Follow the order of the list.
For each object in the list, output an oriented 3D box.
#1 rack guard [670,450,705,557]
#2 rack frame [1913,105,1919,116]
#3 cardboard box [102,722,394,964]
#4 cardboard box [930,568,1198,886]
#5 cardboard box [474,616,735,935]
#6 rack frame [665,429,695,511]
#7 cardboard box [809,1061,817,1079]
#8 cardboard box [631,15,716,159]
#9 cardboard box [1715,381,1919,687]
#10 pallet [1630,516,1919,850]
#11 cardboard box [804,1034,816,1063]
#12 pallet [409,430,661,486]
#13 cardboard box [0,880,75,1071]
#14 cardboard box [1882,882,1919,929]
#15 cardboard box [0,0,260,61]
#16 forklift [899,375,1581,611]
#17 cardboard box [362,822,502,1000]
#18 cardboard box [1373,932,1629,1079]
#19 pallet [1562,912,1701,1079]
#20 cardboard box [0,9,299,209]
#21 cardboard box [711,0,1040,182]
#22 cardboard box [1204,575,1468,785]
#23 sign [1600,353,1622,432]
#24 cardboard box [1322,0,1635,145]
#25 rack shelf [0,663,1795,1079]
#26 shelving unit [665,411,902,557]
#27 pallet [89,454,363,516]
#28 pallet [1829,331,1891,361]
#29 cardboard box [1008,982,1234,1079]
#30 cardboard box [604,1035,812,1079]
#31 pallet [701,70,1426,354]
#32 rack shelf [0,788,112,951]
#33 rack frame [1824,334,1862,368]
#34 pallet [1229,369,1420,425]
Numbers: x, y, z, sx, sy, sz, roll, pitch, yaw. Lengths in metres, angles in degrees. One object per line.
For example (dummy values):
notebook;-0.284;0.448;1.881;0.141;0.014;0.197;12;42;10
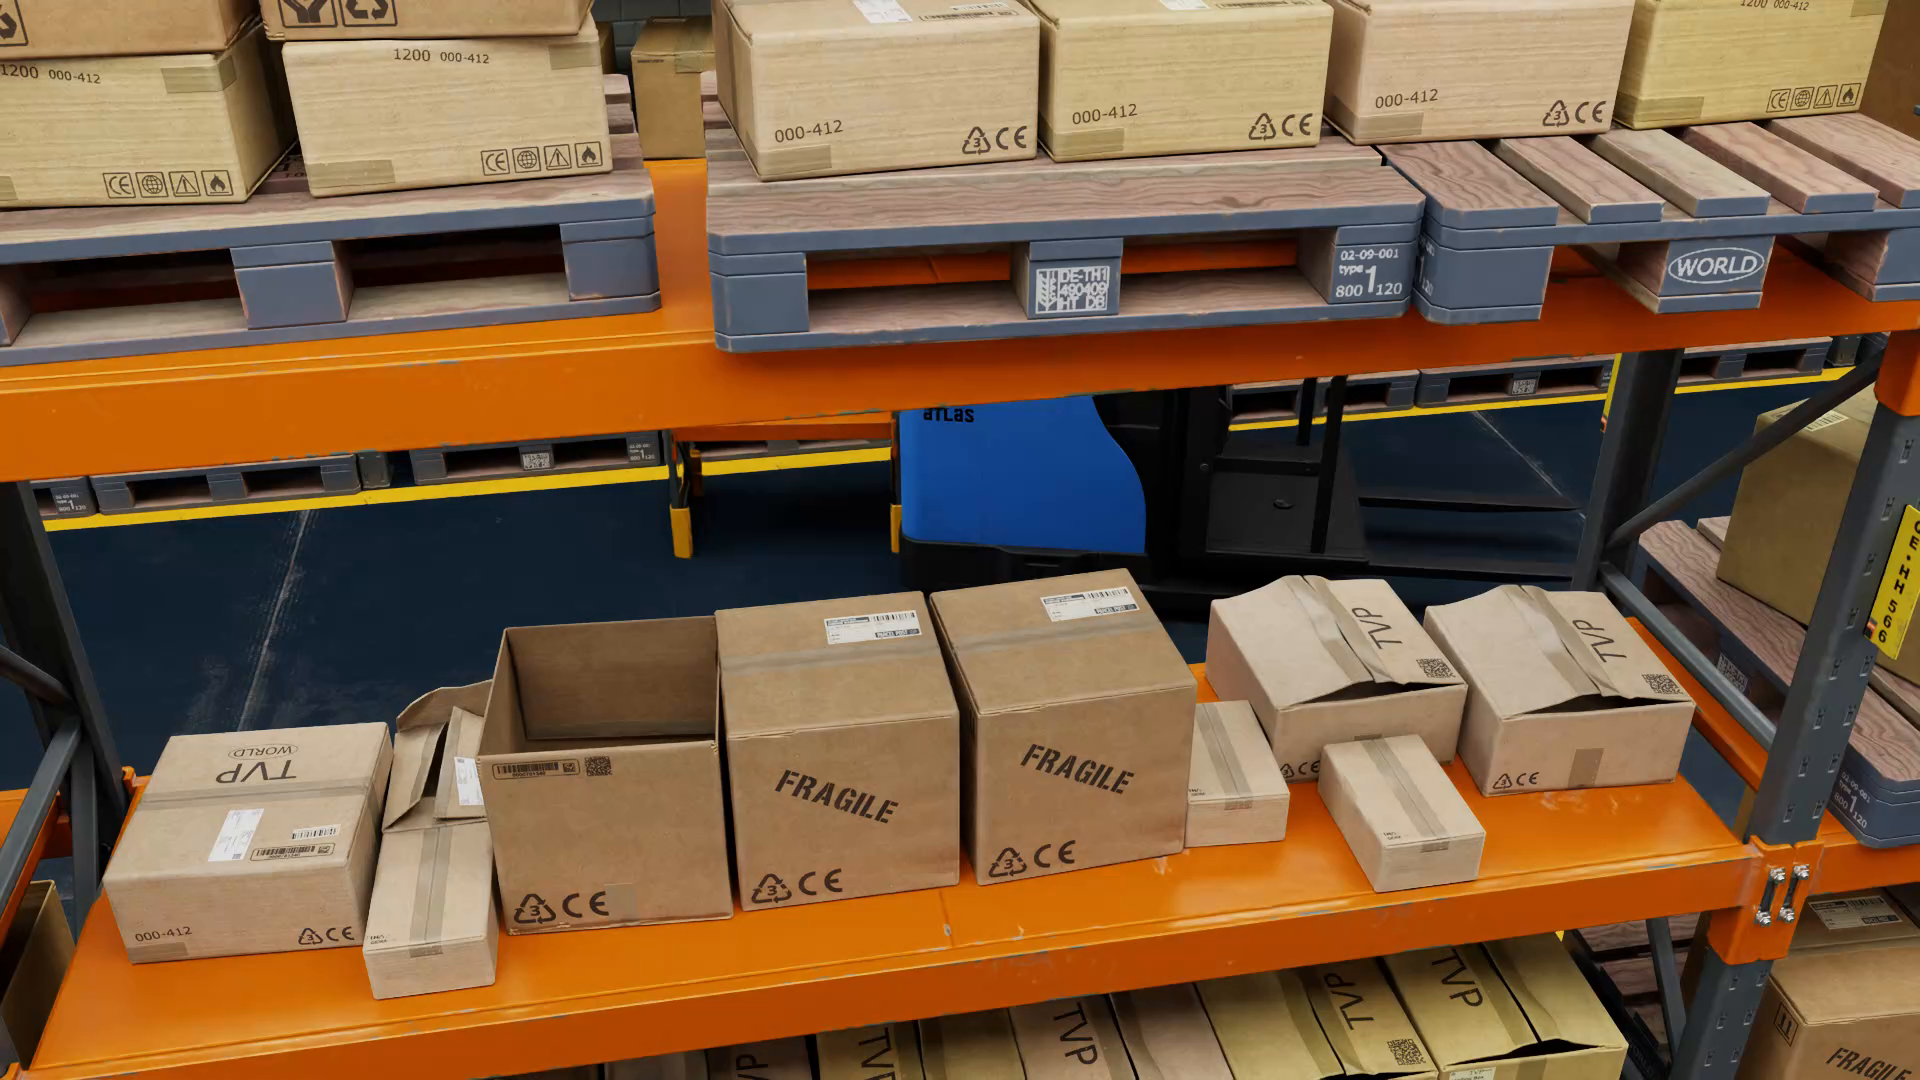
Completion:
rack guard;-1.277;-0.177;7.805;0.087;0.250;0.587;-1;30;-2
rack frame;1.875;-2.272;2.736;0.127;3.000;1.000;-5;31;-9
cardboard box;-1.584;0.677;3.787;0.500;0.250;0.500;-3;31;-6
cardboard box;0.227;0.432;3.957;0.500;0.500;0.500;-7;31;-12
cardboard box;-0.783;0.526;3.797;0.500;0.500;0.500;-3;31;-5
rack frame;-1.297;-0.716;7.488;0.032;1.500;0.500;-1;30;-2
cardboard box;-0.203;1.363;4.771;0.500;0.250;0.500;-5;31;-8
cardboard box;-1.256;-2.175;7.958;0.500;0.500;0.700;-1;30;-2
cardboard box;2.474;-0.024;4.318;0.500;0.500;0.700;-16;34;-25
pallet;2.529;0.300;4.470;1.003;0.211;1.213;-5;31;-9
cardboard box;-0.216;1.123;4.626;0.500;0.311;0.500;-6;31;-10
pallet;-2.190;-0.660;8.664;1.213;0.211;1.003;-5;31;-9
cardboard box;-2.573;1.247;4.229;0.500;0.500;0.500;-5;31;-9
cardboard box;2.888;1.252;4.693;0.500;0.500;0.500;-6;31;-11
cardboard box;-1.446;-1.090;2.679;0.500;0.500;0.500;-5;31;-8
forklift;1.288;-1.168;6.844;3.031;2.935;1.130;3;31;6
cardboard box;-1.152;0.809;3.663;0.250;0.149;0.380;-5;31;-9
cardboard box;1.404;1.247;4.415;0.500;0.311;0.500;-5;31;-8
pallet;2.616;1.467;5.047;1.213;0.211;1.003;-5;31;-9
cardboard box;-1.452;-0.782;2.894;0.500;0.250;0.500;-2;31;-4
cardboard box;-0.168;-0.874;3.052;0.500;0.250;0.500;-8;31;-13
cardboard box;0.960;0.338;4.304;0.500;0.311;0.500;-6;31;-10
sign;1.768;-0.421;4.442;0.005;0.325;0.100;-5;31;-9
cardboard box;0.926;-0.969;3.213;0.500;0.250;0.500;-4;31;-8
rack shelf;-0.093;0.807;4.128;4.000;0.370;1.077;-5;31;-9
shelving unit;-0.779;-0.725;7.503;1.083;1.500;0.587;-1;30;-2
pallet;-3.610;-0.509;8.408;1.213;0.211;1.003;-5;31;-9
pallet;5.675;-1.349;9.836;1.213;0.211;1.003;-5;31;-9
cardboard box;0.397;1.343;4.252;0.500;0.311;0.500;-5;31;-9
cardboard box;-0.606;1.437;4.091;0.500;0.311;0.500;-6;31;-11
pallet;0.124;-0.687;3.187;1.213;0.211;1.003;-4;31;-7
rack shelf;-4.027;1.172;3.507;4.000;0.370;1.077;-5;31;-9
rack frame;4.913;-2.520;9.077;0.127;3.000;1.000;-5;31;-9
pallet;1.768;-0.988;9.221;1.213;0.211;1.003;-5;31;-9
